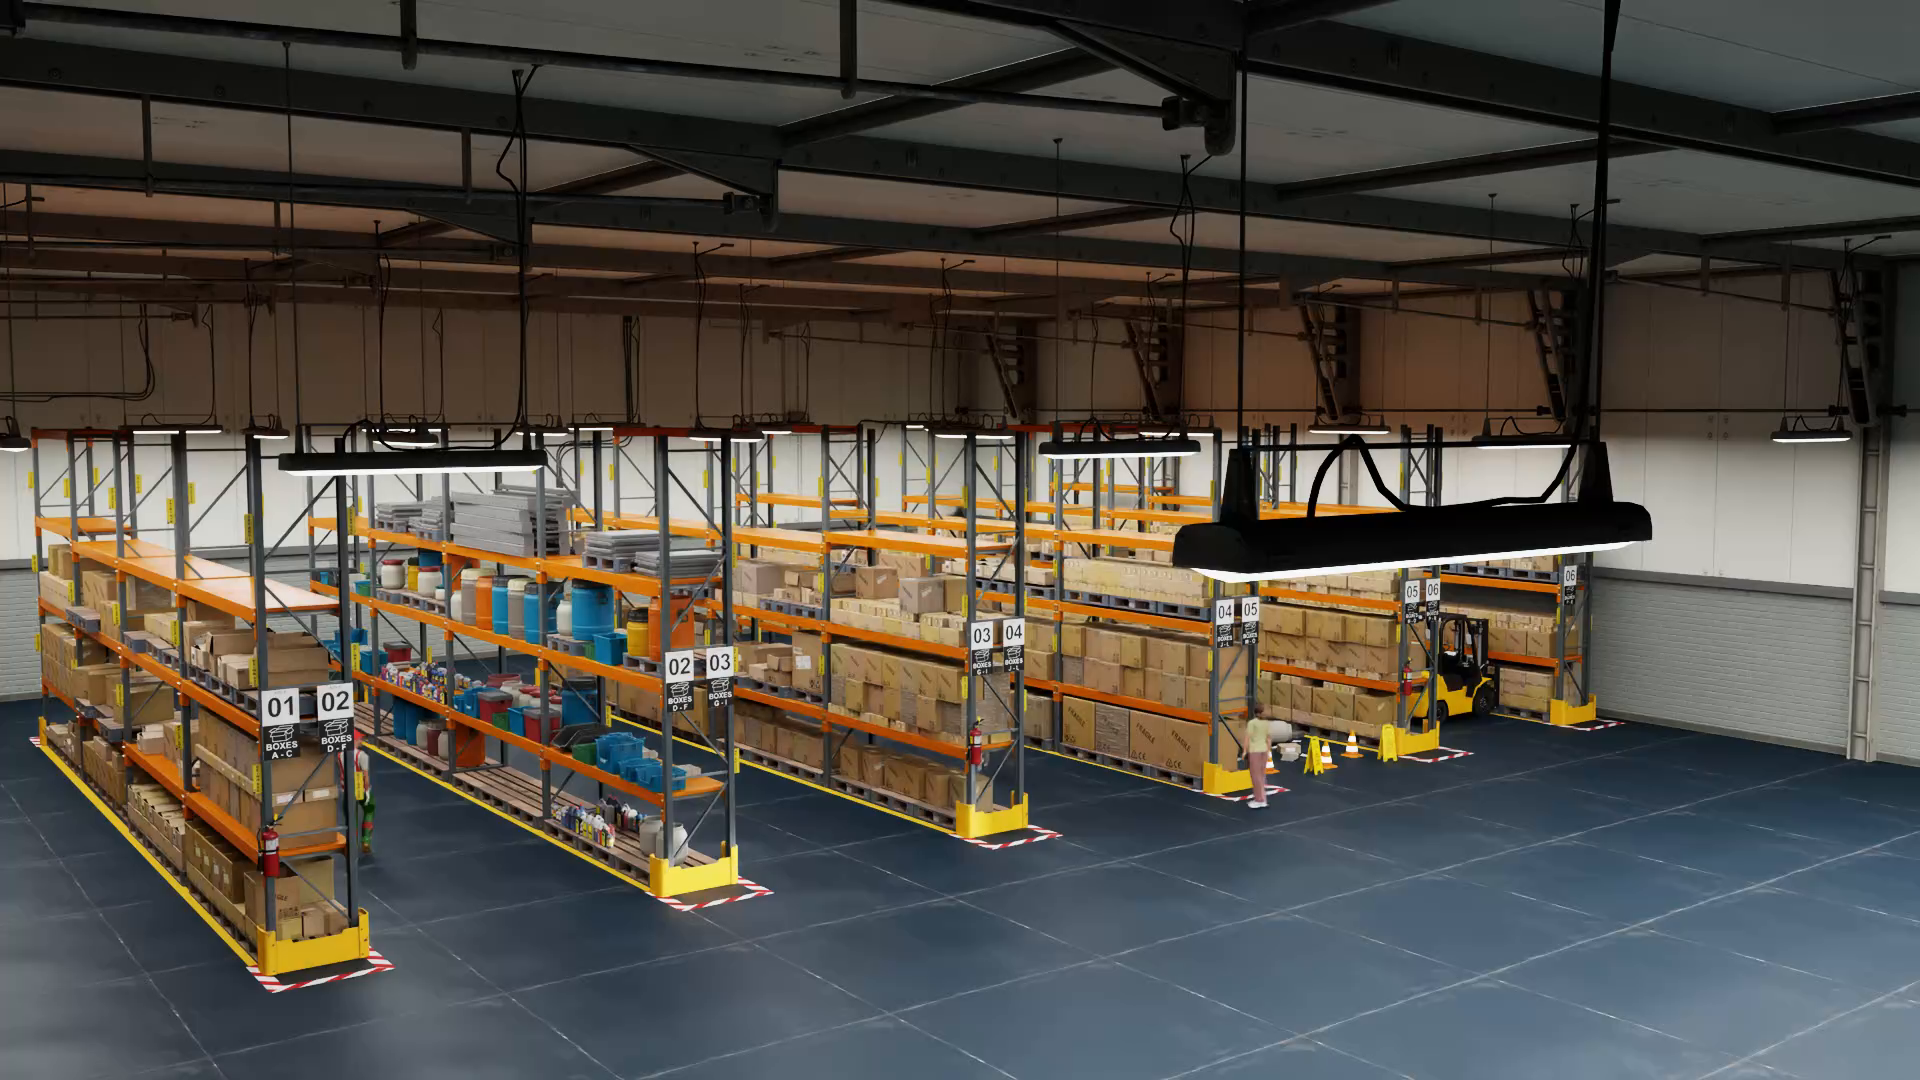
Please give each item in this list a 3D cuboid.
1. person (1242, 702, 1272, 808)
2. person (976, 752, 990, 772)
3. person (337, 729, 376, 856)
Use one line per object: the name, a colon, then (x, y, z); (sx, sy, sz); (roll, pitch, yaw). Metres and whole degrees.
person: (4.743, 3.420, 26.487); (0.470, 1.686, 0.411); (-3, 5, -33)
person: (0.371, 3.210, 29.176); (0.477, 1.642, 0.989); (0, 4, -3)
person: (-8.570, 3.587, 23.594); (0.507, 1.828, 0.515); (-1, 5, -9)
